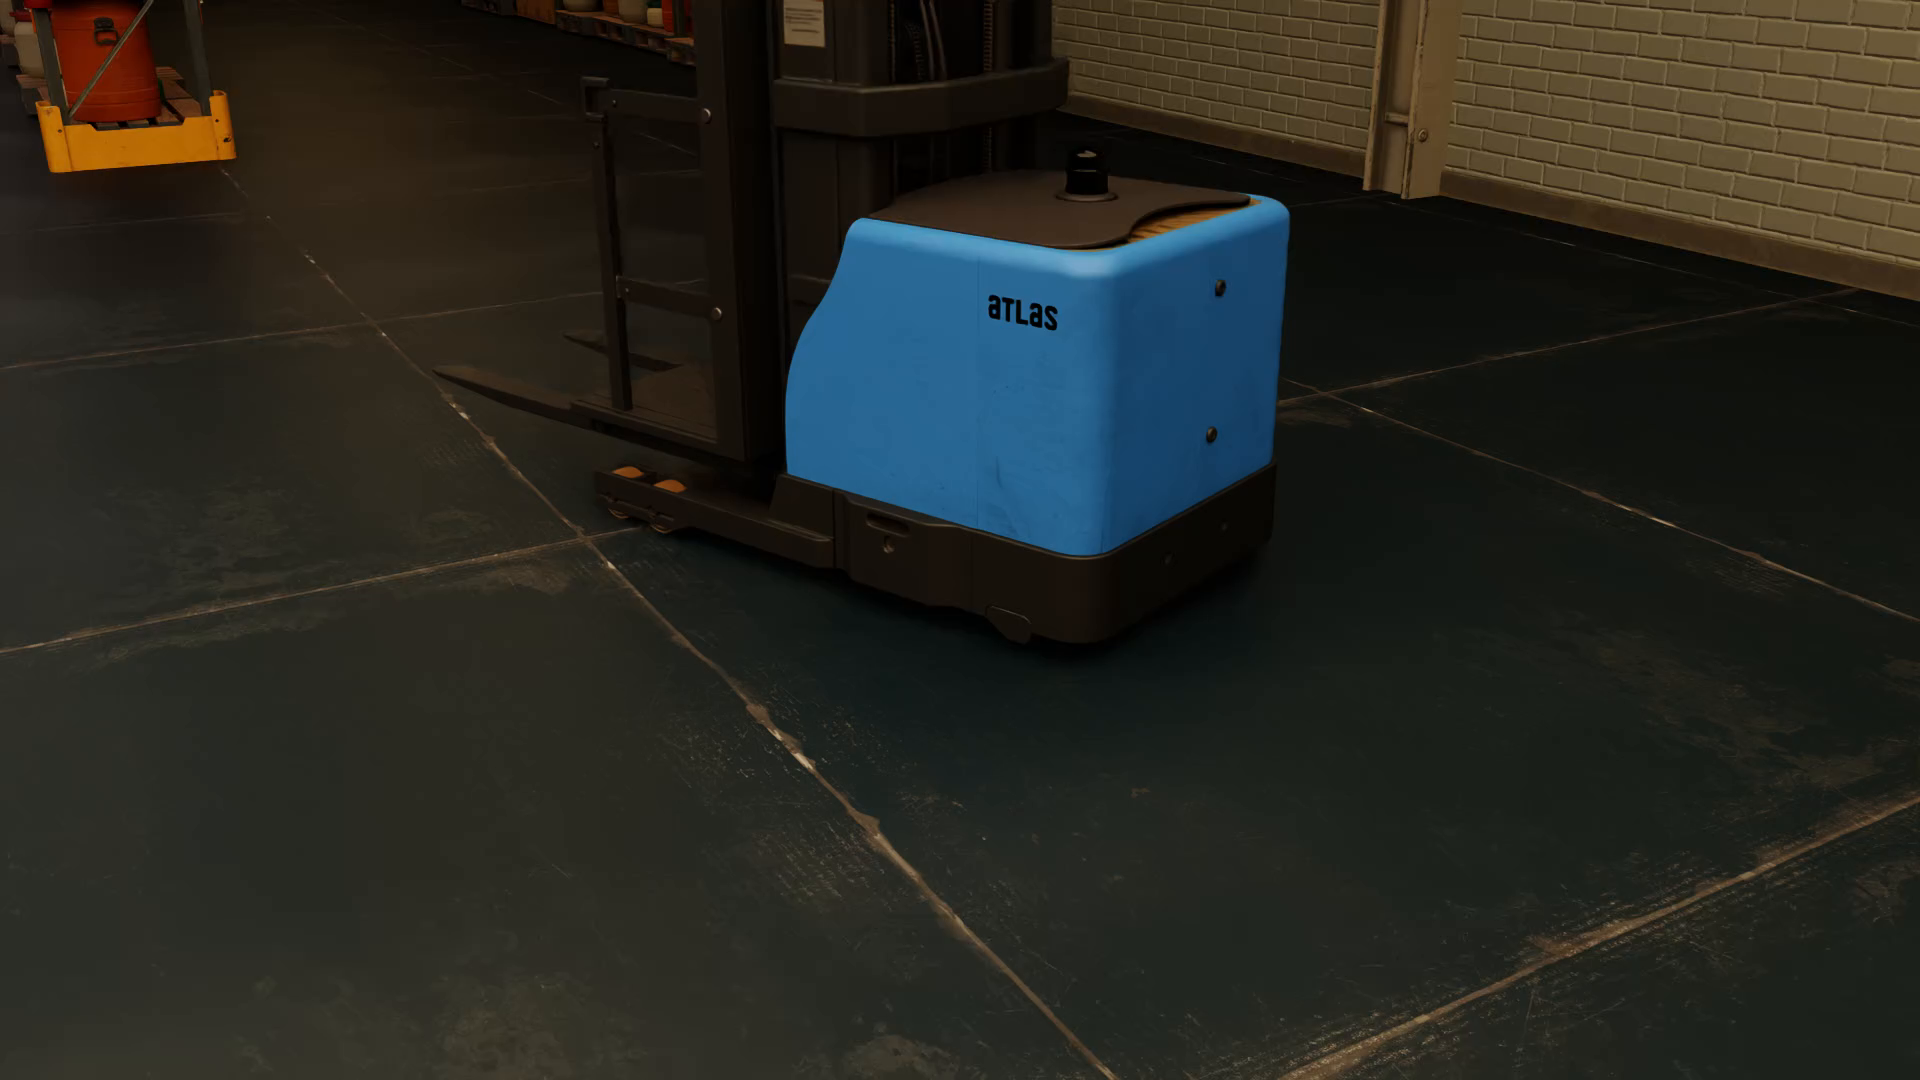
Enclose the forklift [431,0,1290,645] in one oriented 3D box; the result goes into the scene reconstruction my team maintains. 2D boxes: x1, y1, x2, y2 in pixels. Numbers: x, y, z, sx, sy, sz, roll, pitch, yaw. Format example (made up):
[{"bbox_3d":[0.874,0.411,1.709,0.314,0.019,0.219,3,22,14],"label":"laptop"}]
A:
[{"bbox_3d":[-0.537,-1.517,4.970,3.031,2.935,1.130,17,28,35],"label":"forklift"}]
